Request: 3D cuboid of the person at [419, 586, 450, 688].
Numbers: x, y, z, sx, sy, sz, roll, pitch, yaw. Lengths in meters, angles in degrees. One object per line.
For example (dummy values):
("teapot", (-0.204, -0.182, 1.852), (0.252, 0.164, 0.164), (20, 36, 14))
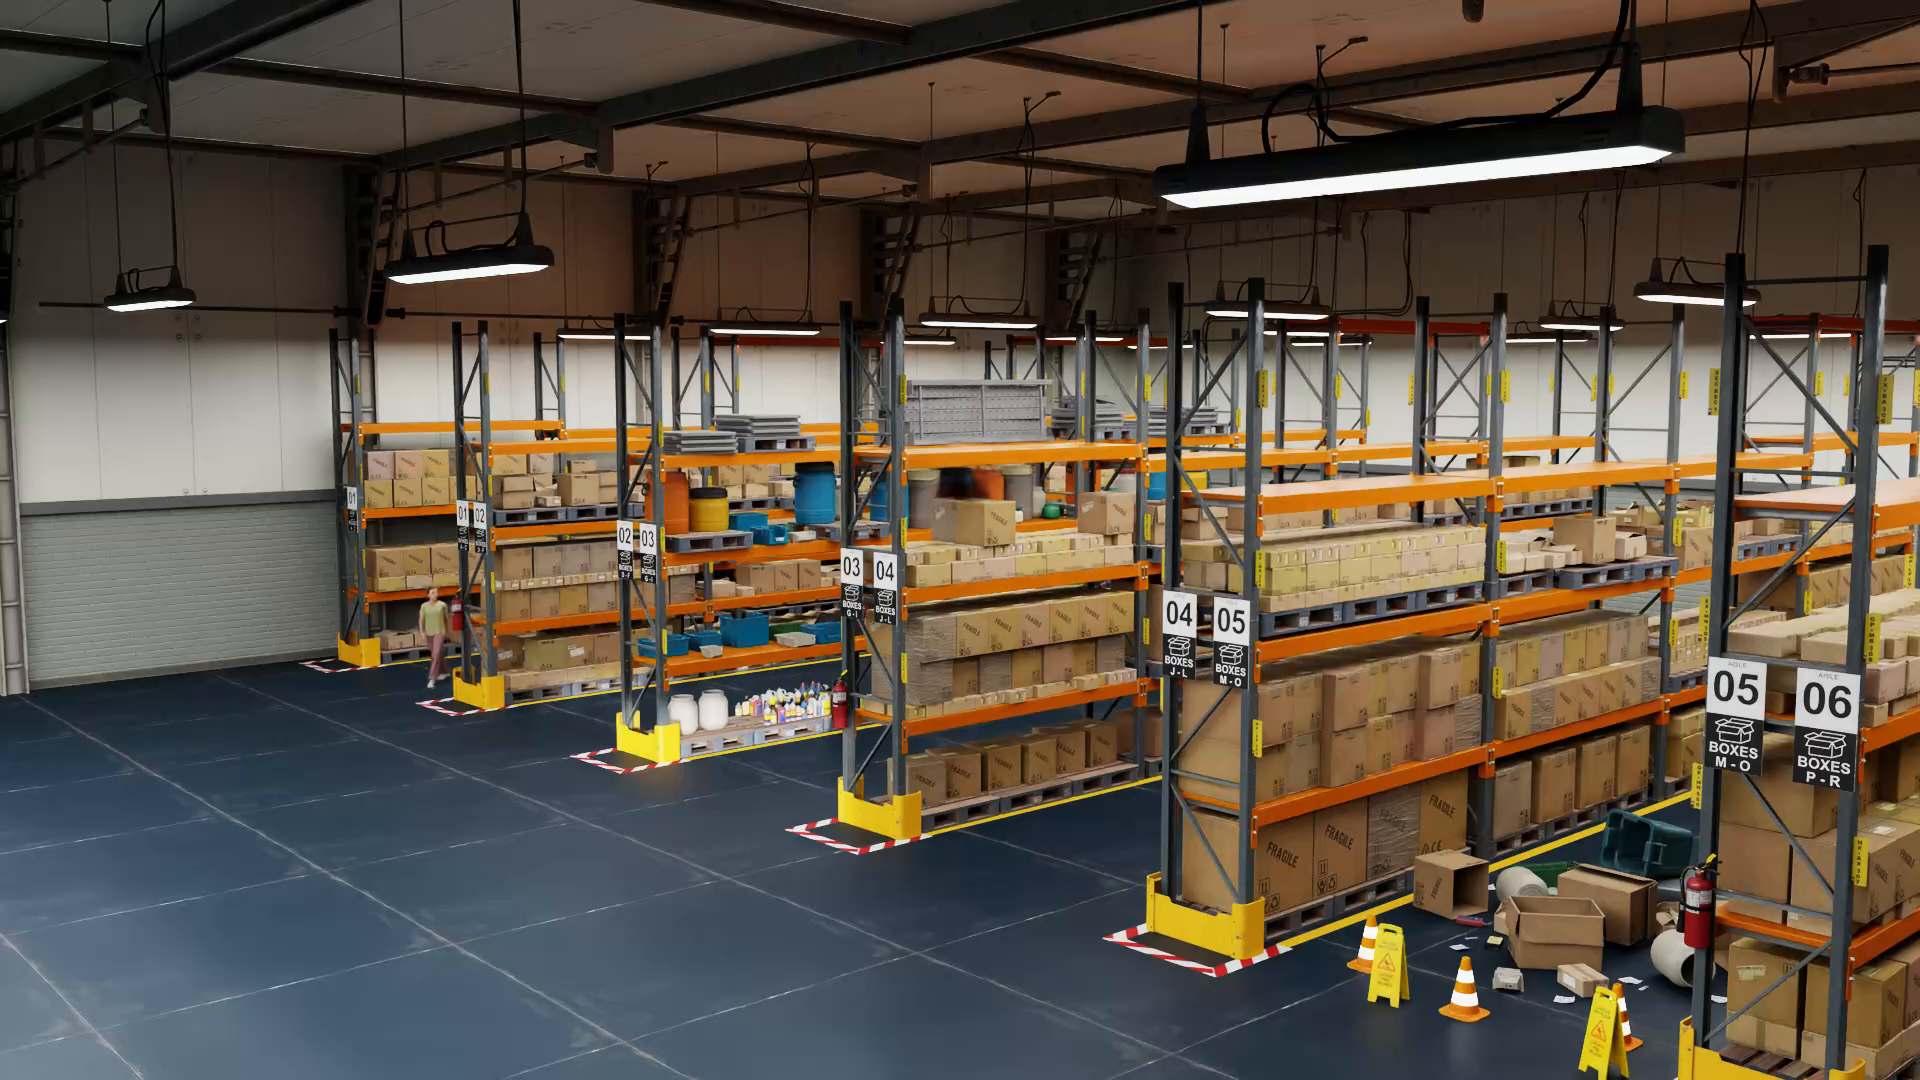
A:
("person", (-8.836, 1.587, 27.823), (0.434, 1.637, 0.918), (1, 6, 14))
